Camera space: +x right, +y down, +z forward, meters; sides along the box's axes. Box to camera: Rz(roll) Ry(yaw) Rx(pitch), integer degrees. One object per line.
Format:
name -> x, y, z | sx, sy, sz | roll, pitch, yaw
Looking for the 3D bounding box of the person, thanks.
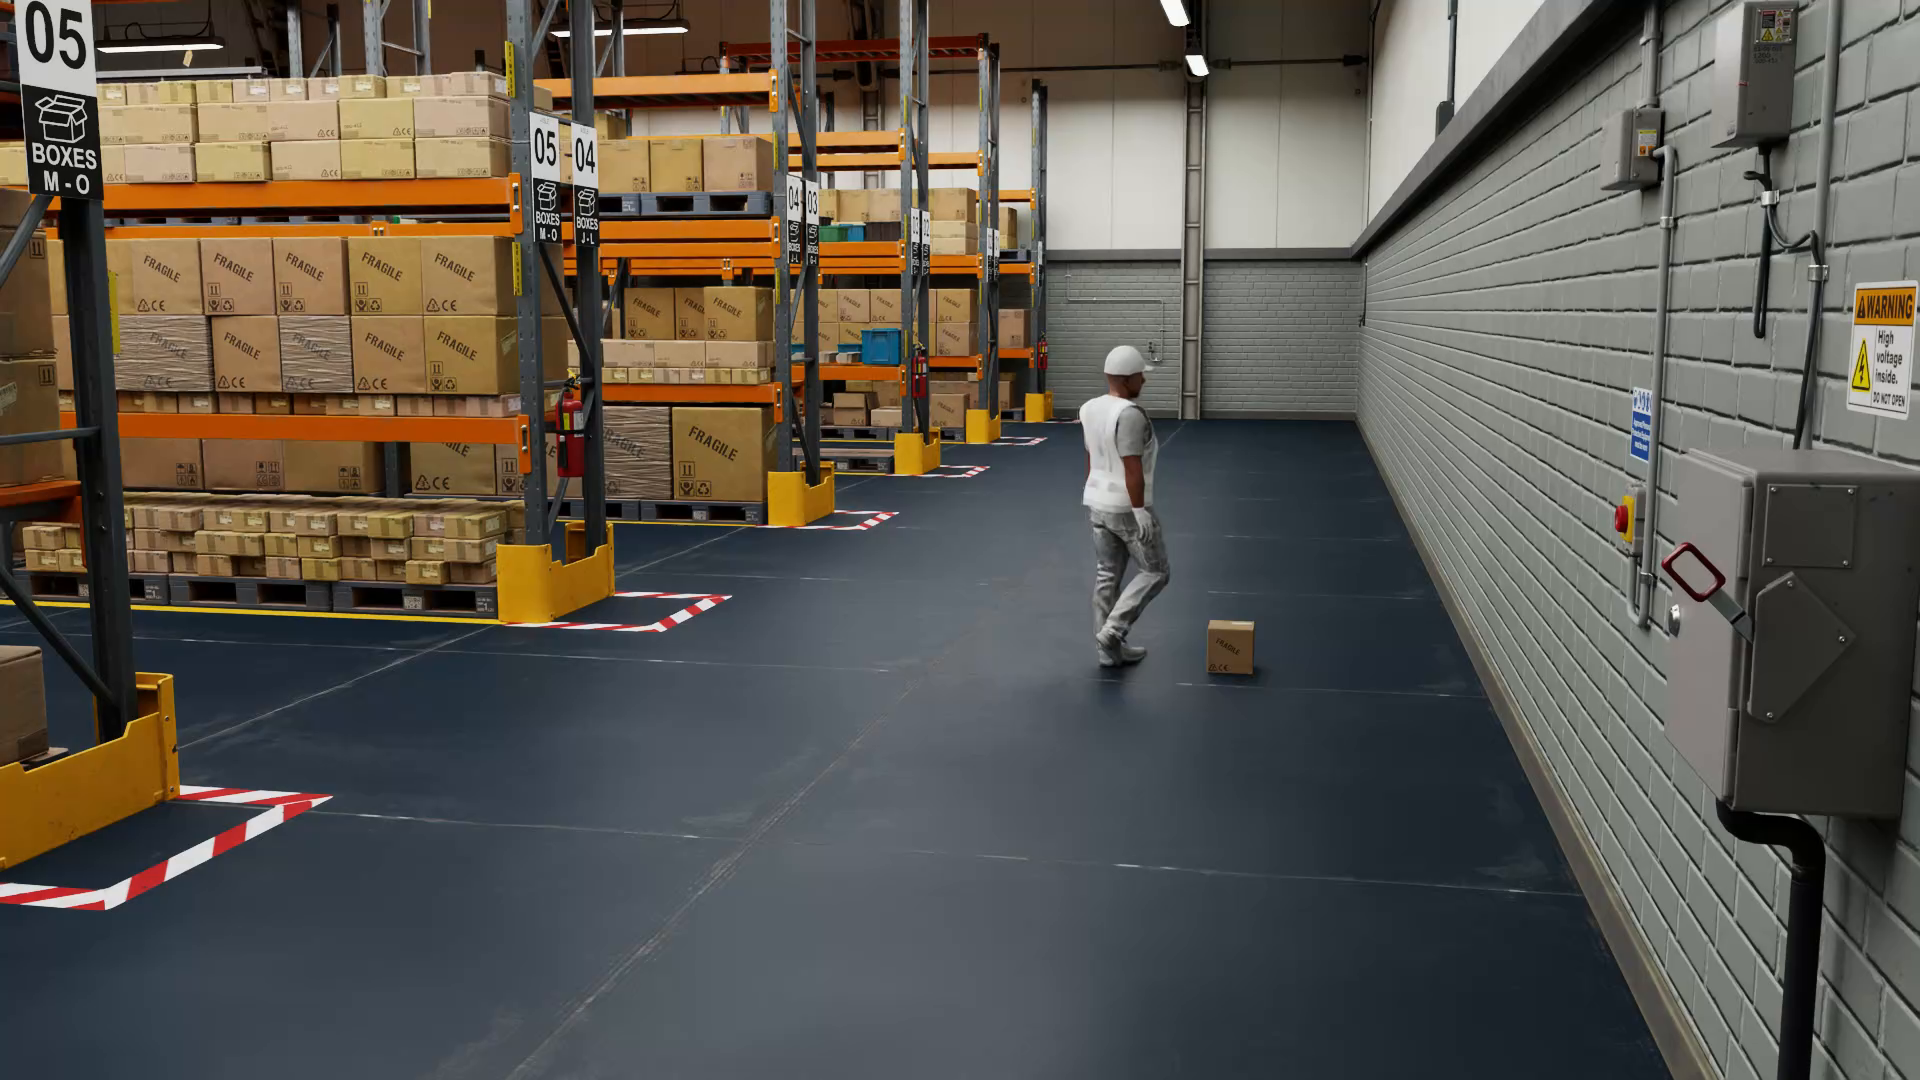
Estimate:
person -> 0.881, -0.178, 9.200 | 0.483, 1.786, 0.577 | -4, 9, -27
